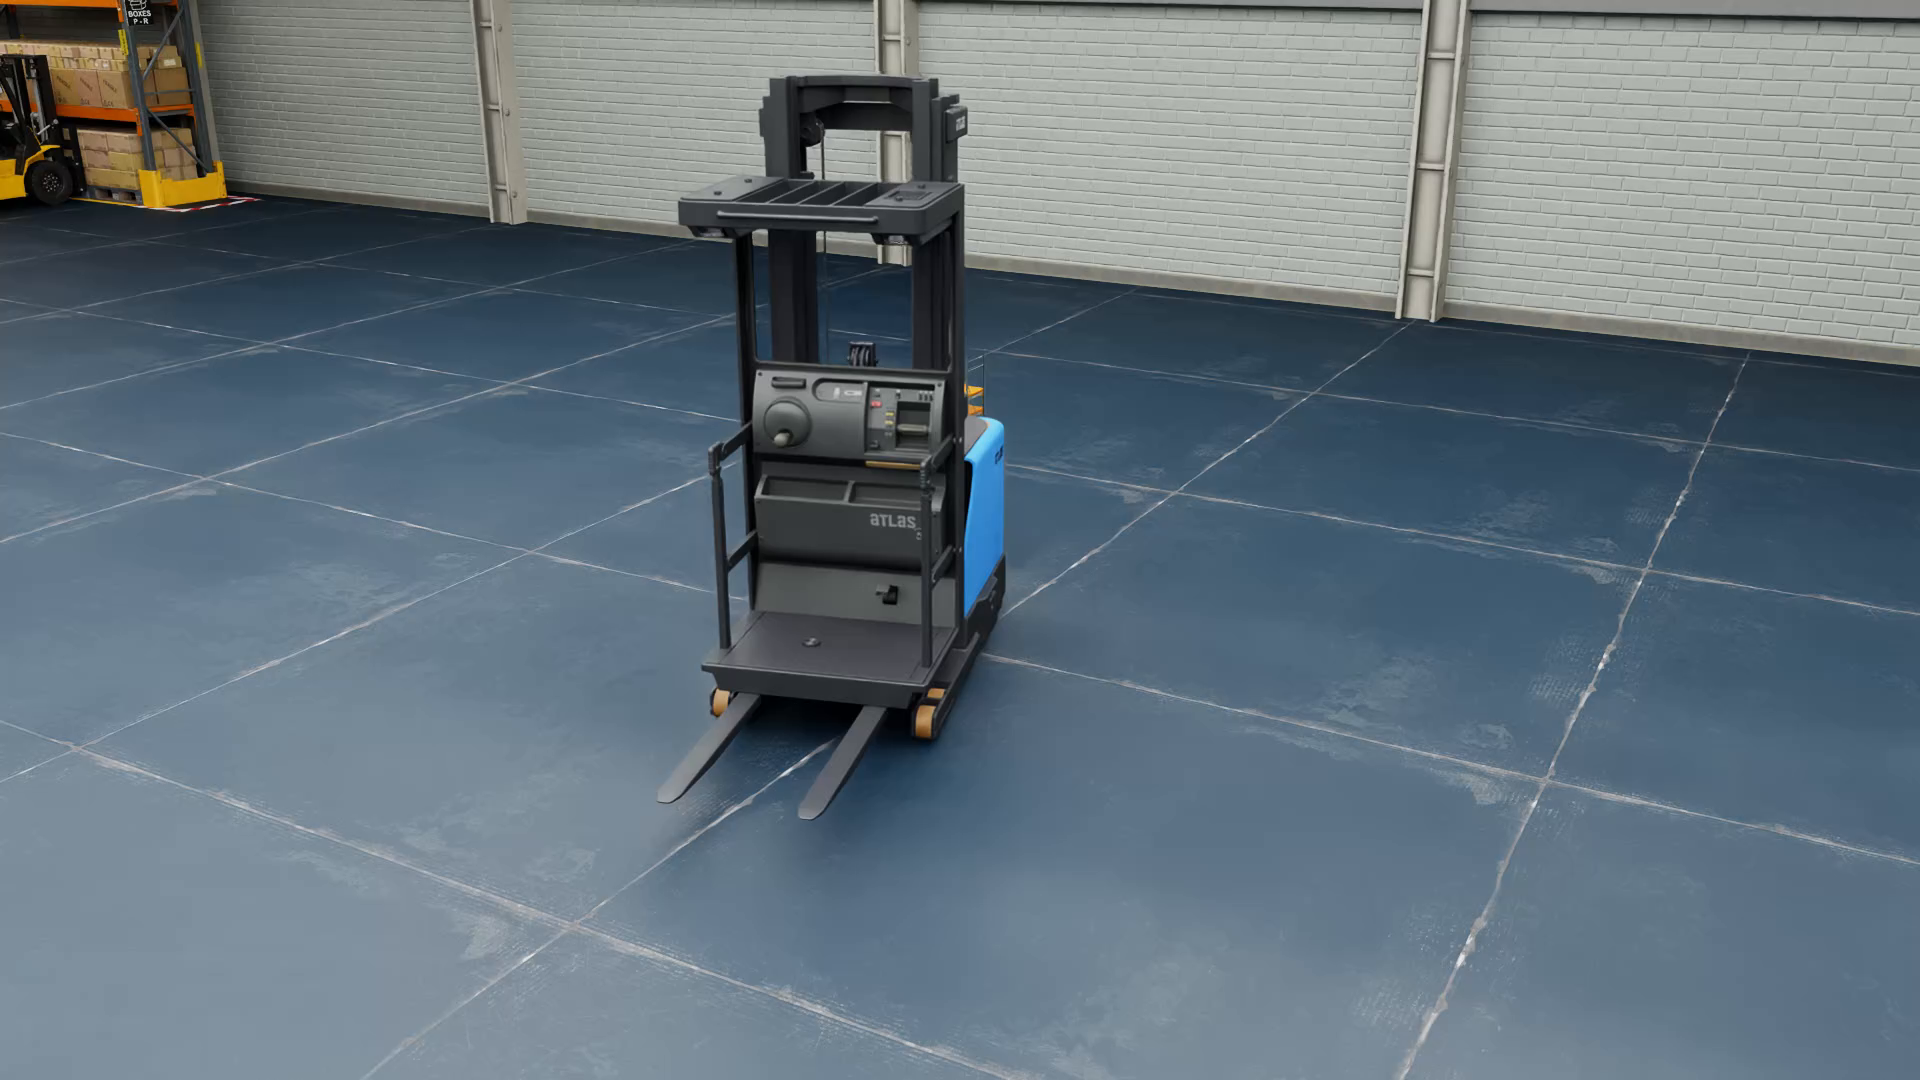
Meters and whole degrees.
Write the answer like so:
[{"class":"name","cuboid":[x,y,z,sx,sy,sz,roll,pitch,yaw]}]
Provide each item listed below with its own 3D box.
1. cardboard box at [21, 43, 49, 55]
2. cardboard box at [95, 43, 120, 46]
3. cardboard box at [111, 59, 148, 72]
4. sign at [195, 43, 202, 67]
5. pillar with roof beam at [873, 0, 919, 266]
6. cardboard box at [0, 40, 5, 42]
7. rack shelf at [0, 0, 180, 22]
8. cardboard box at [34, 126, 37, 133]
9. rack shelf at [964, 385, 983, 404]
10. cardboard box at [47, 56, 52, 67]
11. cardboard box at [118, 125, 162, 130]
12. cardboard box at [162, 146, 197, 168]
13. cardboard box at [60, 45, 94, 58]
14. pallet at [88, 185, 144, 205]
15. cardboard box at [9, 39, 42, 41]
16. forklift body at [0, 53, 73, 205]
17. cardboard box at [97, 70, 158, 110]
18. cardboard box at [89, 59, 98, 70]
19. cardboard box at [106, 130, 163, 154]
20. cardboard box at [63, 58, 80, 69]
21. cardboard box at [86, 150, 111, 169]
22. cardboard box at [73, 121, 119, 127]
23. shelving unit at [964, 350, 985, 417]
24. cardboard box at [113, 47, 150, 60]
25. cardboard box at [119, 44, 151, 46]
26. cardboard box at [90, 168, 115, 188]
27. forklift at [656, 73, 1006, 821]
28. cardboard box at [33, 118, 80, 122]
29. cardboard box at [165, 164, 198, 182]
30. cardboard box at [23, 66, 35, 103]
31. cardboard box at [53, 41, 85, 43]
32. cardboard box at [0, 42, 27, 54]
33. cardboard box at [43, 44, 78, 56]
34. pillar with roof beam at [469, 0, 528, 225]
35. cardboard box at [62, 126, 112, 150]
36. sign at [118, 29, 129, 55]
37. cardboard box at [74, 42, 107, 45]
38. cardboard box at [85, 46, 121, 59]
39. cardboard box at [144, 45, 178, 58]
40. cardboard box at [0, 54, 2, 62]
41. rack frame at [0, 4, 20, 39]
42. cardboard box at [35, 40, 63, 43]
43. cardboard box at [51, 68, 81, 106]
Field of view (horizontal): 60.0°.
[{"class":"cardboard box","cuboid":[-13.205,-7.047,23.858,0.250,0.149,0.380,11,23,27]},{"class":"cardboard box","cuboid":[-12.099,-7.008,23.752,0.250,0.149,0.380,12,23,29]},{"class":"cardboard box","cuboid":[-11.449,-6.548,22.919,0.250,0.149,0.380,11,23,28]},{"class":"sign","cuboid":[-10.734,-6.830,23.409,0.005,0.325,0.100,11,23,27]},{"class":"pillar with roof beam","cuboid":[-2.801,-6.149,14.119,0.400,9.000,9.100,11,23,27]},{"class":"cardboard box","cuboid":[-14.087,-7.226,24.352,0.250,0.149,0.380,11,23,28]},{"class":"rack shelf","cuboid":[-12.756,-7.626,23.646,4.000,0.370,1.077,11,23,27]},{"class":"cardboard box","cuboid":[-13.351,-5.920,24.238,0.500,0.250,0.500,12,23,29]},{"class":"rack shelf","cuboid":[0.013,-0.858,10.046,0.180,0.103,0.258,11,23,27]},{"class":"cardboard box","cuboid":[-12.755,-6.822,23.676,0.250,0.149,0.380,11,22,27]},{"class":"cardboard box","cuboid":[-11.775,-5.815,23.946,0.500,0.250,0.500,11,23,27]},{"class":"cardboard box","cuboid":[-11.319,-5.501,23.816,0.500,0.250,0.500,11,23,28]},{"class":"cardboard box","cuboid":[-12.360,-6.851,23.319,0.250,0.149,0.380,11,23,29]},{"class":"pallet","cuboid":[-11.698,-5.025,23.909,1.213,0.211,1.003,11,23,27]},{"class":"cardboard box","cuboid":[-13.877,-7.361,24.726,0.250,0.149,0.380,10,22,26]},{"class":"forklift body","cuboid":[-13.555,-5.595,22.635,1.214,2.155,2.313,11,23,27]},{"class":"cardboard box","cuboid":[-11.567,-6.272,23.111,0.500,0.500,0.500,10,22,26]},{"class":"cardboard box","cuboid":[-11.883,-6.643,23.181,0.250,0.149,0.380,11,23,28]},{"class":"cardboard box","cuboid":[-11.564,-5.580,23.300,0.500,0.250,0.500,12,23,29]},{"class":"cardboard box","cuboid":[-12.350,-6.718,23.388,0.250,0.149,0.380,10,22,26]},{"class":"cardboard box","cuboid":[-12.020,-5.436,23.635,0.500,0.250,0.500,11,22,27]},{"class":"cardboard box","cuboid":[-12.650,-5.988,24.425,0.500,0.250,0.500,10,22,26]},{"class":"shelving unit","cuboid":[0.013,-0.562,10.154,0.189,1.200,0.258,11,23,27]},{"class":"cardboard box","cuboid":[-11.425,-6.710,22.931,0.250,0.149,0.380,11,23,27]},{"class":"cardboard box","cuboid":[-11.648,-6.926,23.526,0.250,0.149,0.380,11,23,28]},{"class":"cardboard box","cuboid":[-12.003,-5.196,23.707,0.500,0.250,0.500,11,23,27]},{"class":"forklift","cuboid":[-0.575,-0.581,7.669,1.130,2.935,3.031,4,20,12]},{"class":"cardboard box","cuboid":[-13.528,-6.158,24.892,0.500,0.250,0.500,10,22,27]},{"class":"cardboard box","cuboid":[-11.343,-5.266,23.901,0.500,0.250,0.500,11,23,28]},{"class":"cardboard box","cuboid":[-13.336,-6.617,24.060,0.500,0.500,0.500,11,22,27]},{"class":"cardboard box","cuboid":[-12.973,-7.193,24.261,0.250,0.149,0.380,11,22,27]},{"class":"cardboard box","cuboid":[-13.694,-7.107,24.026,0.250,0.149,0.380,11,23,28]},{"class":"cardboard box","cuboid":[-12.767,-6.963,23.629,0.250,0.149,0.380,11,23,28]},{"class":"pillar with roof beam","cuboid":[-8.039,-7.146,16.870,0.400,9.000,9.100,11,23,27]},{"class":"cardboard box","cuboid":[-12.458,-5.744,23.752,0.500,0.250,0.500,11,23,28]},{"class":"sign","cuboid":[-11.286,-6.718,22.441,0.005,0.325,0.100,11,23,27]},{"class":"cardboard box","cuboid":[-12.535,-7.098,24.001,0.250,0.149,0.380,11,23,28]},{"class":"cardboard box","cuboid":[-11.897,-6.777,23.116,0.250,0.149,0.380,11,23,28]},{"class":"cardboard box","cuboid":[-11.199,-6.833,23.269,0.250,0.149,0.380,10,22,26]},{"class":"cardboard box","cuboid":[-13.705,-6.967,24.074,0.250,0.149,0.380,11,23,28]},{"class":"rack frame","cuboid":[-14.502,-6.887,24.952,0.127,3.000,1.000,11,23,27]},{"class":"cardboard box","cuboid":[-13.390,-7.298,24.552,0.250,0.149,0.380,10,22,26]},{"class":"cardboard box","cuboid":[-12.463,-6.446,23.591,0.500,0.500,0.500,10,22,26]}]
